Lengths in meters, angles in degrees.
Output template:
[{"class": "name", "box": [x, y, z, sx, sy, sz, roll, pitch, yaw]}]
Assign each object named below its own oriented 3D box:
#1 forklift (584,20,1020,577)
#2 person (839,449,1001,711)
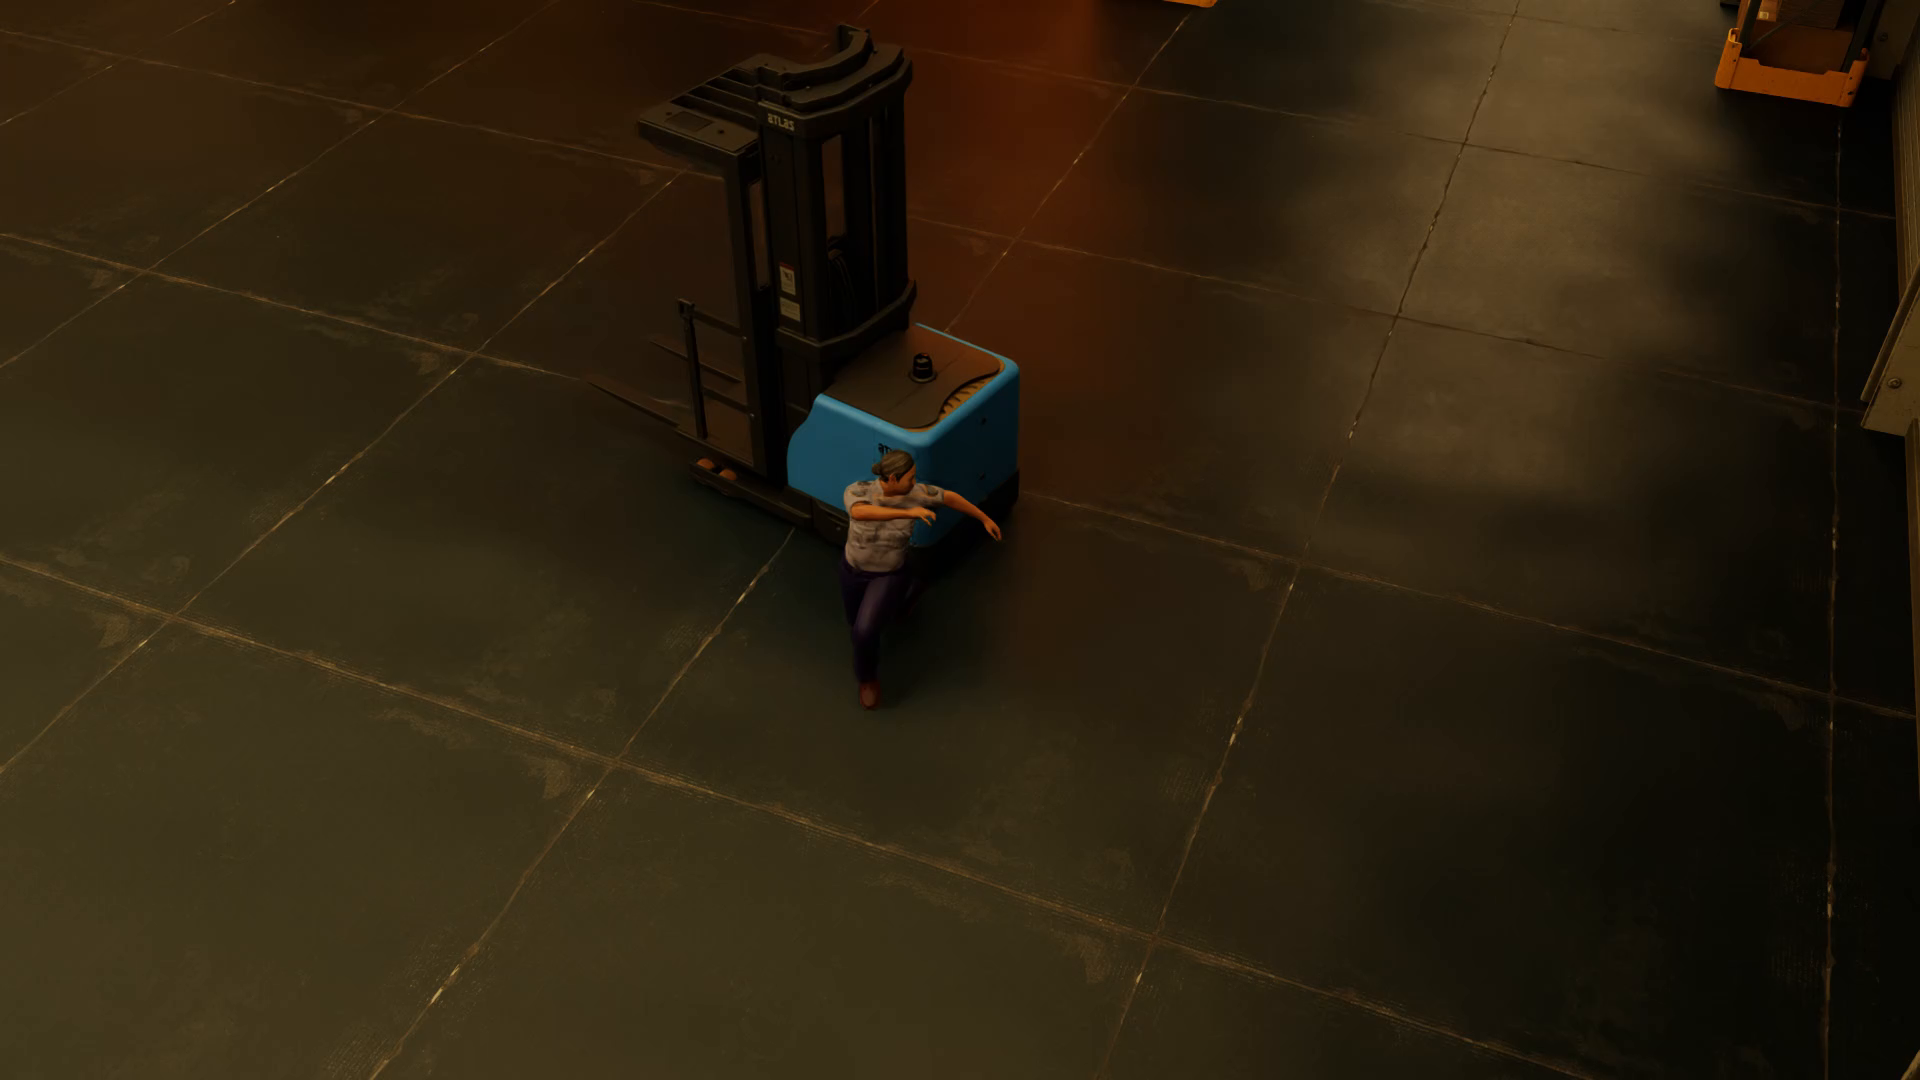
[{"class": "forklift", "box": [-1.123, -1.658, 9.987, 3.031, 2.935, 1.130, 25, 46, 27]}, {"class": "person", "box": [-0.249, 0.148, 9.056, 0.842, 1.368, 0.944, 7, 40, 9]}]
